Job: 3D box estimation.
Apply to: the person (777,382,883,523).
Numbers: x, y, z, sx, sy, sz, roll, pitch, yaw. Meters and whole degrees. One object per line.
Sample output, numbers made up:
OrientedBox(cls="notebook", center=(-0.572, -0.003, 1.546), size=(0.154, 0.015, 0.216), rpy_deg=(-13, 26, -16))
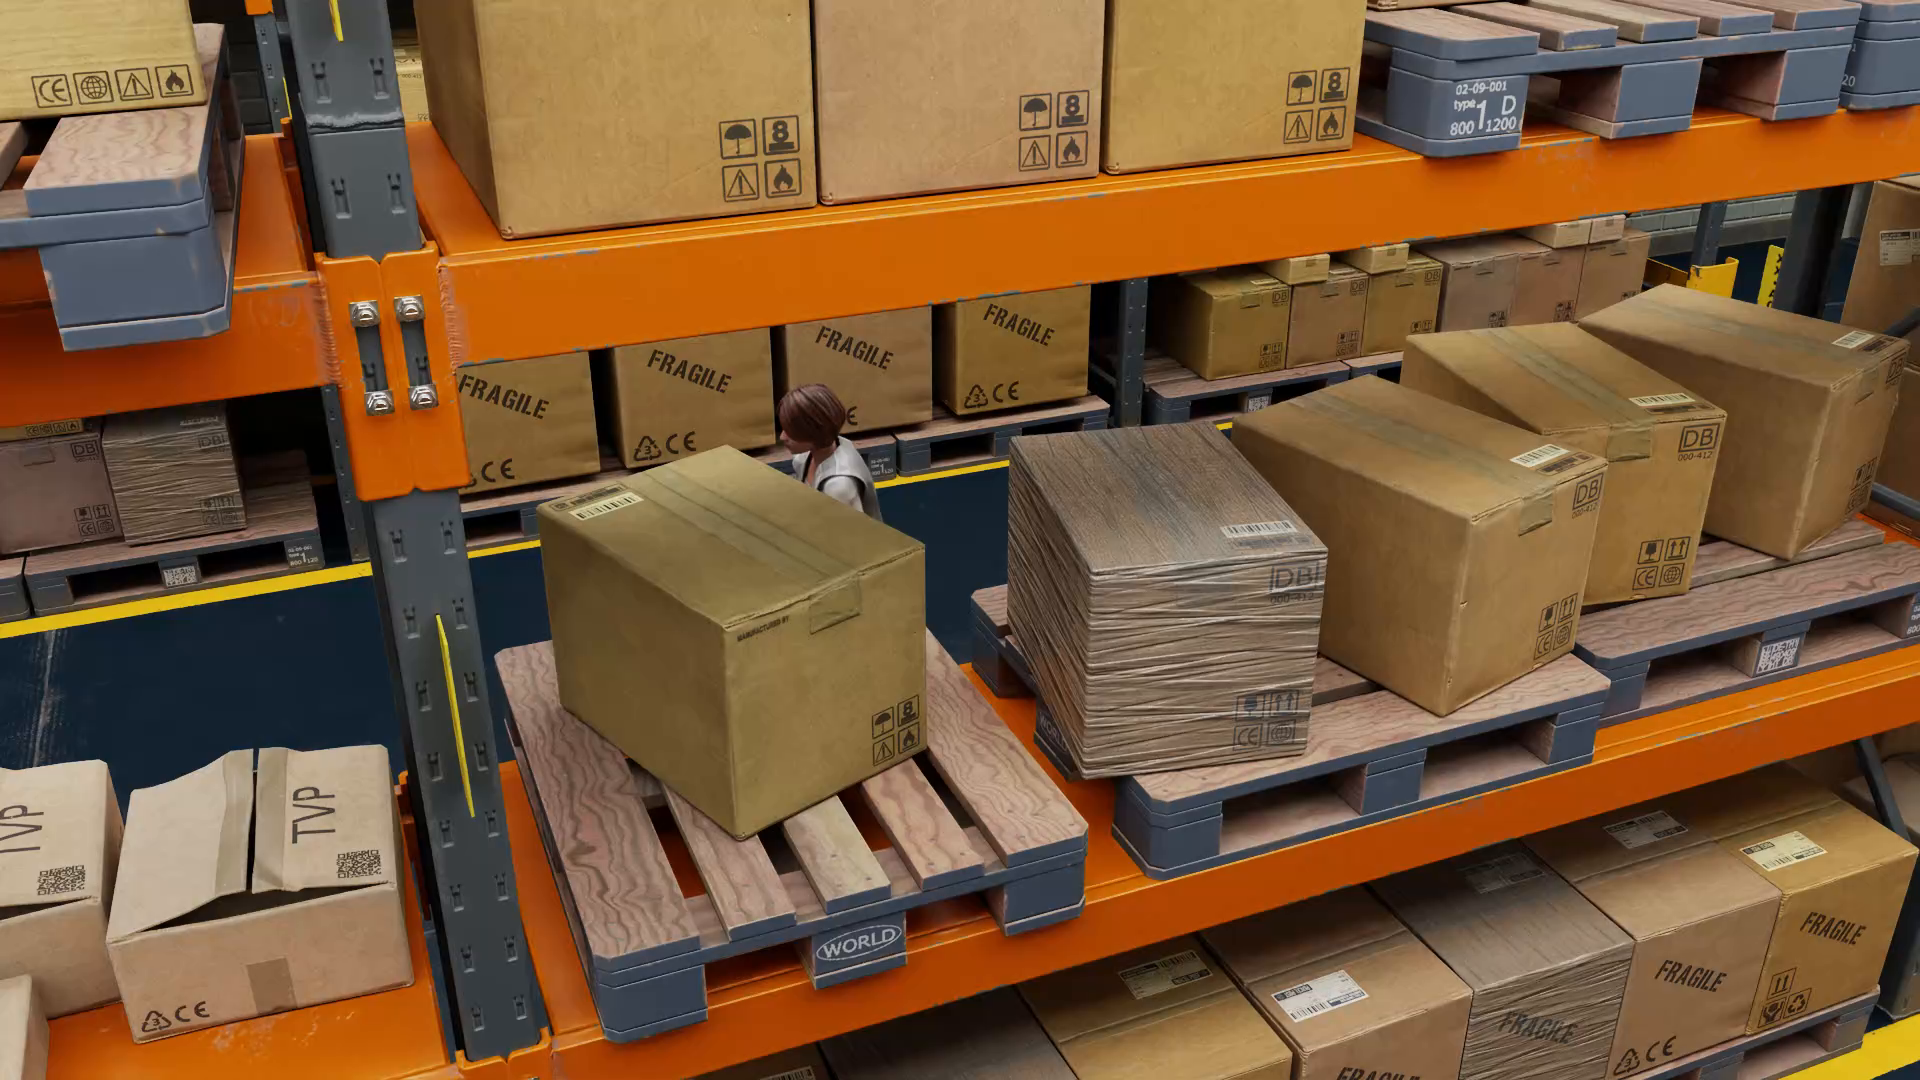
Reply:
OrientedBox(cls="person", center=(-0.431, 0.219, 5.730), size=(0.343, 1.551, 0.461), rpy_deg=(-10, 28, -20))
